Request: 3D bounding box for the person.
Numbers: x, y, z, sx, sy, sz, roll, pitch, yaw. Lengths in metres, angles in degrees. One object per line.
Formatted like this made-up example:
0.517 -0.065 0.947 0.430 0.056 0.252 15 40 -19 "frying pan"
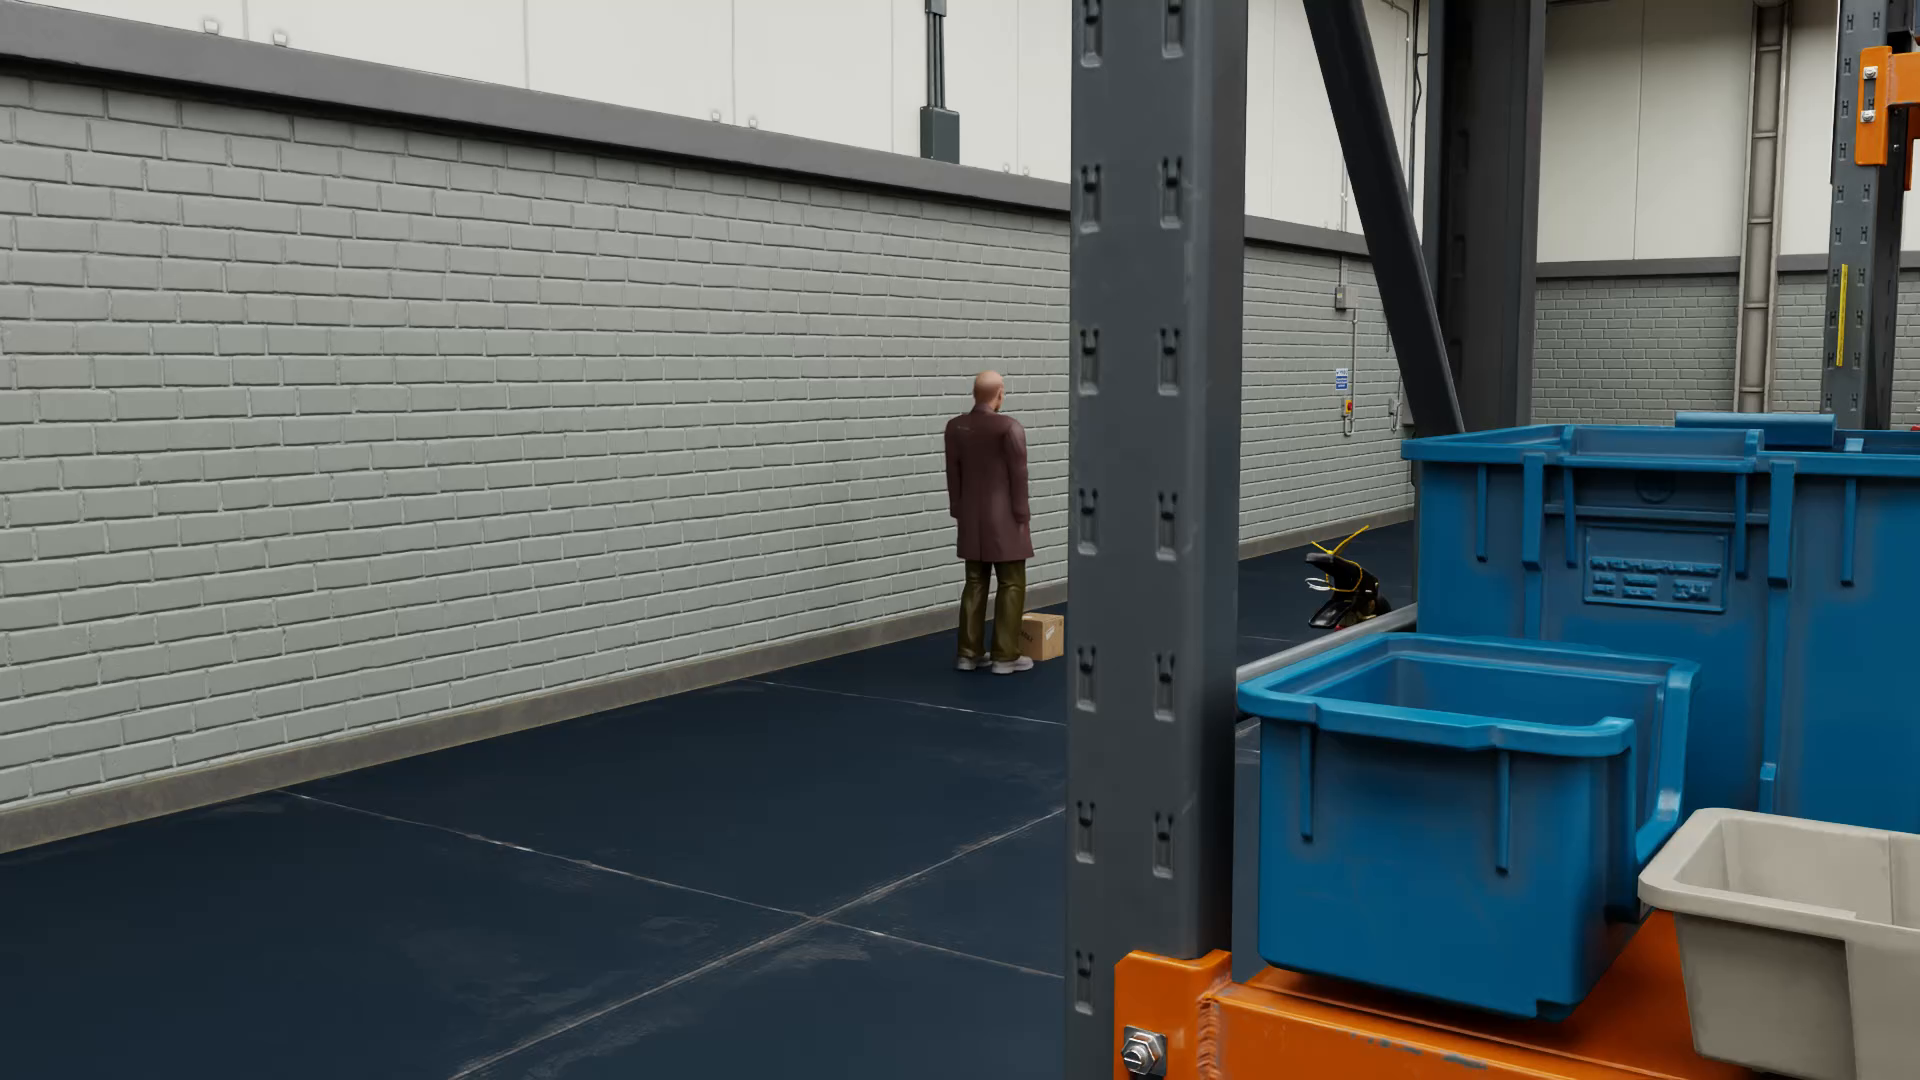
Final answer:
0.179 -0.109 9.826 0.563 1.772 0.384 4 7 35 "person"
